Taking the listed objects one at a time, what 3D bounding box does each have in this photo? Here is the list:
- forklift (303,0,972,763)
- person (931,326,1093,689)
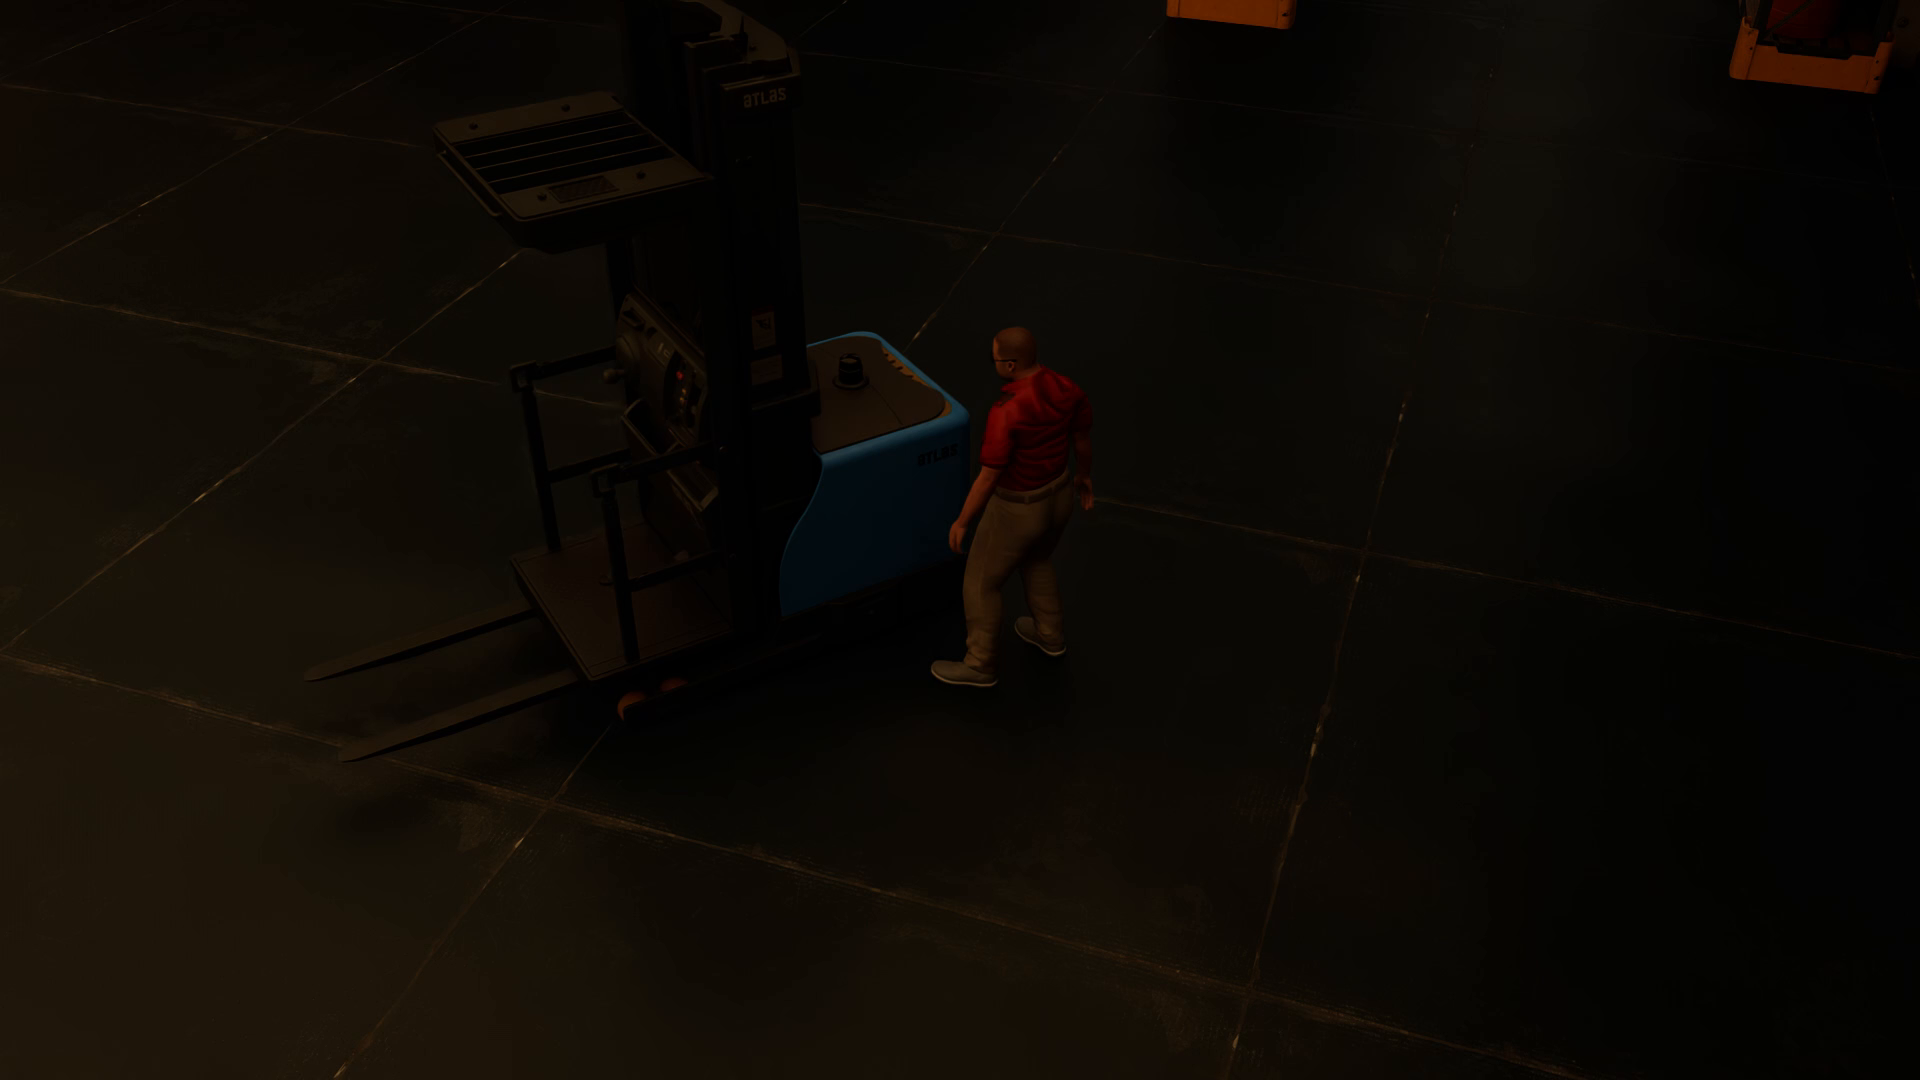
[{"bbox_3d":[-1.465,-0.704,7.103,3.031,2.935,1.130,-19,40,-25],"label":"forklift"},{"bbox_3d":[0.261,-0.162,7.406,0.393,1.703,0.818,28,44,34],"label":"person"}]
